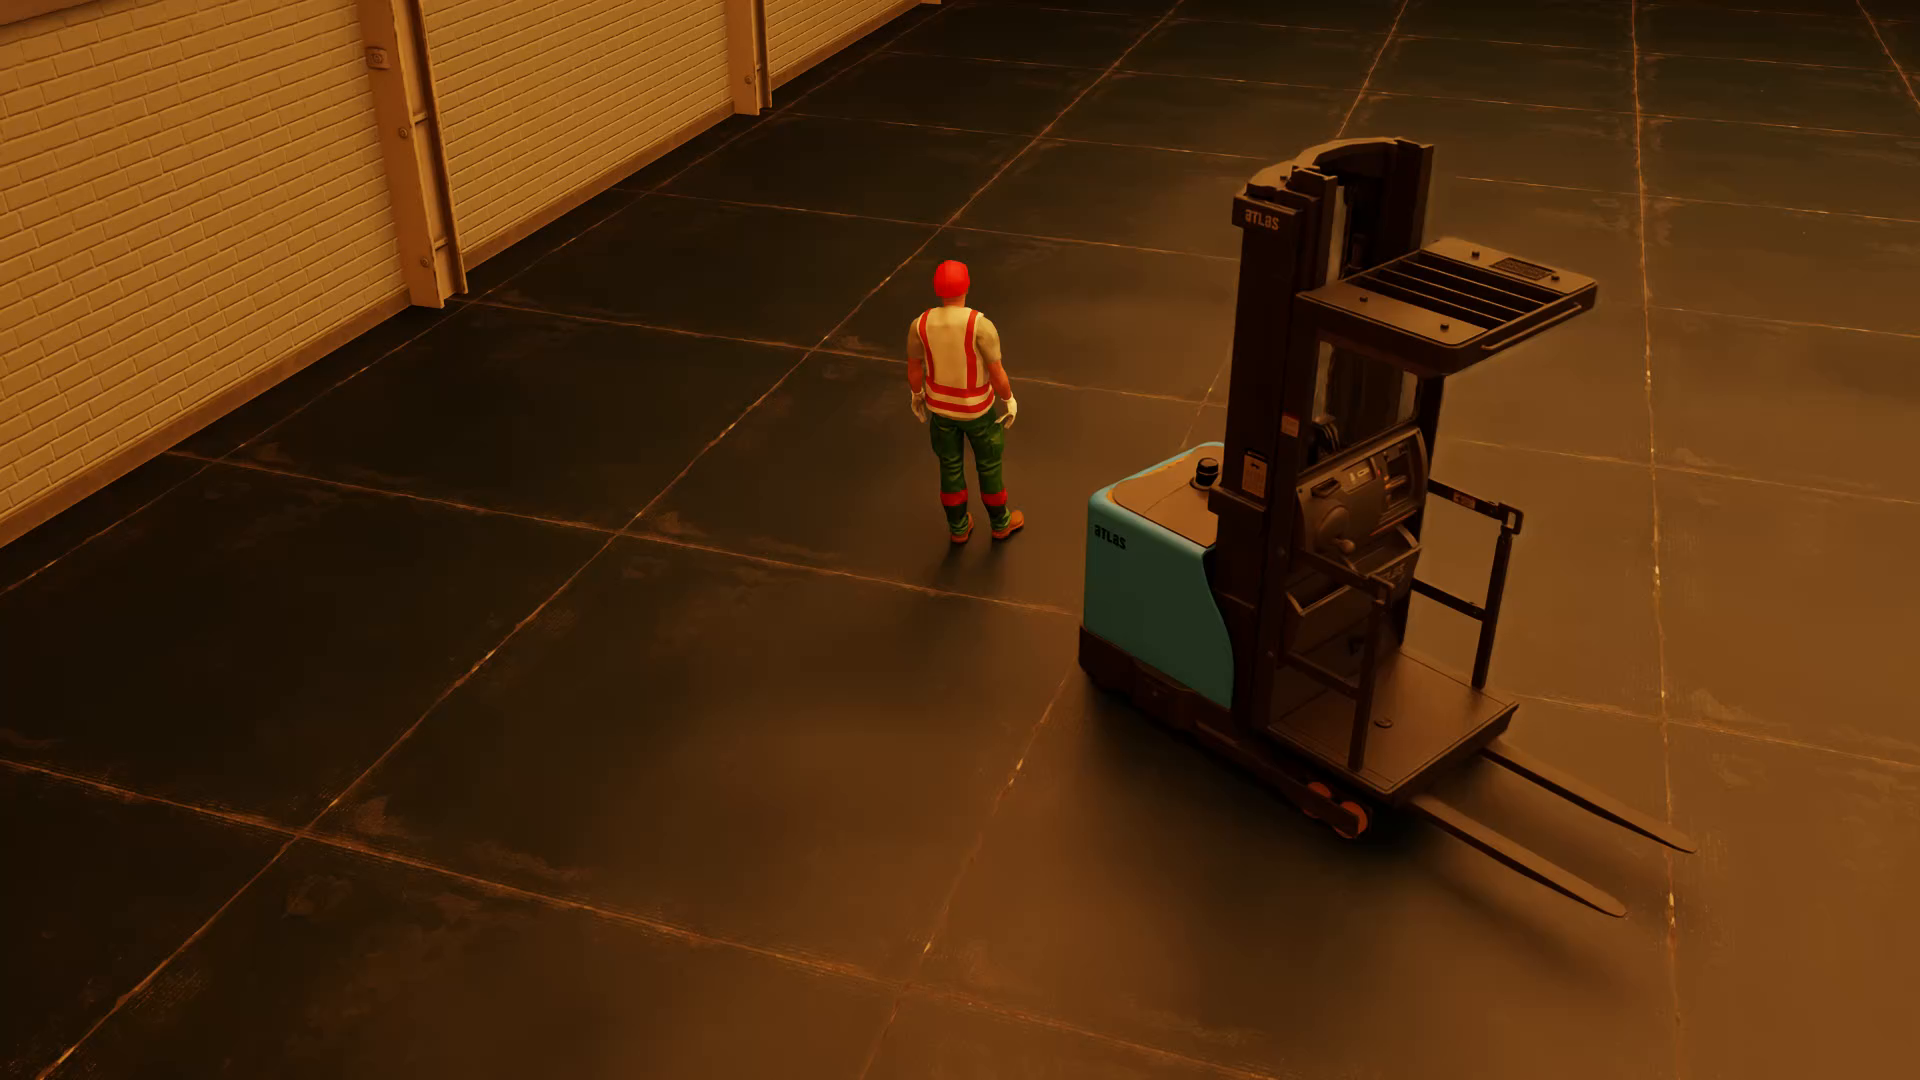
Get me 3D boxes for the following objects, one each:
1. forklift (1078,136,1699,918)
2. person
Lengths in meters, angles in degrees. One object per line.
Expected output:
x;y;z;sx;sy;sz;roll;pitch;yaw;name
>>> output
1.983;-0.183;7.458;1.130;2.935;3.031;-24;37;-35;forklift
0.036;-0.819;9.713;0.638;1.789;0.562;10;31;16;person
